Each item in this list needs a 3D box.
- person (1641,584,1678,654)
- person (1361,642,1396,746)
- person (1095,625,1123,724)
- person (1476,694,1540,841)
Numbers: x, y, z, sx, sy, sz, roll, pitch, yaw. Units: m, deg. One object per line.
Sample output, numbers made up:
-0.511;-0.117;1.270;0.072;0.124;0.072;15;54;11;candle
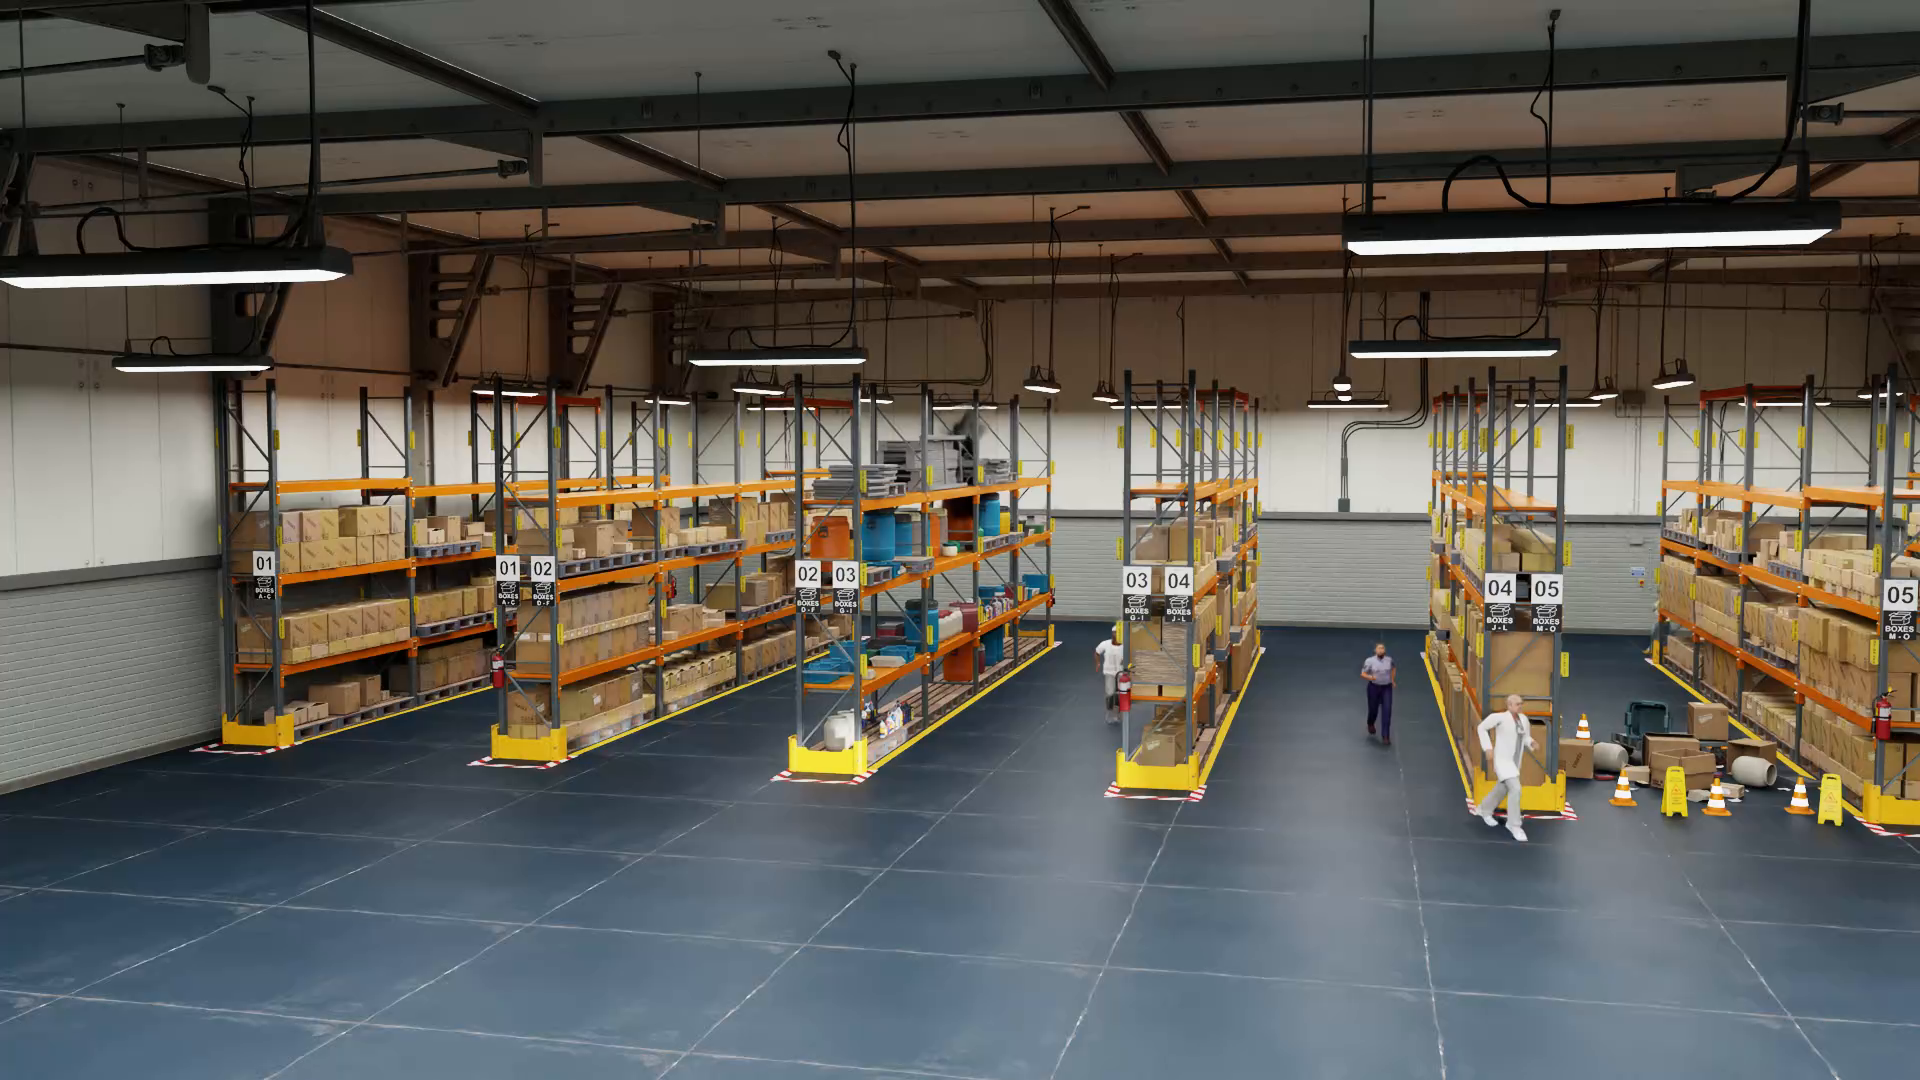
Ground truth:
16.316;1.834;38.501;1.005;1.701;0.753;2;4;25;person
6.949;2.515;27.547;0.606;1.648;0.924;0;3;3;person
2.713;2.355;29.074;0.692;1.740;0.662;0;3;1;person
6.945;2.856;21.155;0.623;1.826;0.988;-2;4;-33;person
